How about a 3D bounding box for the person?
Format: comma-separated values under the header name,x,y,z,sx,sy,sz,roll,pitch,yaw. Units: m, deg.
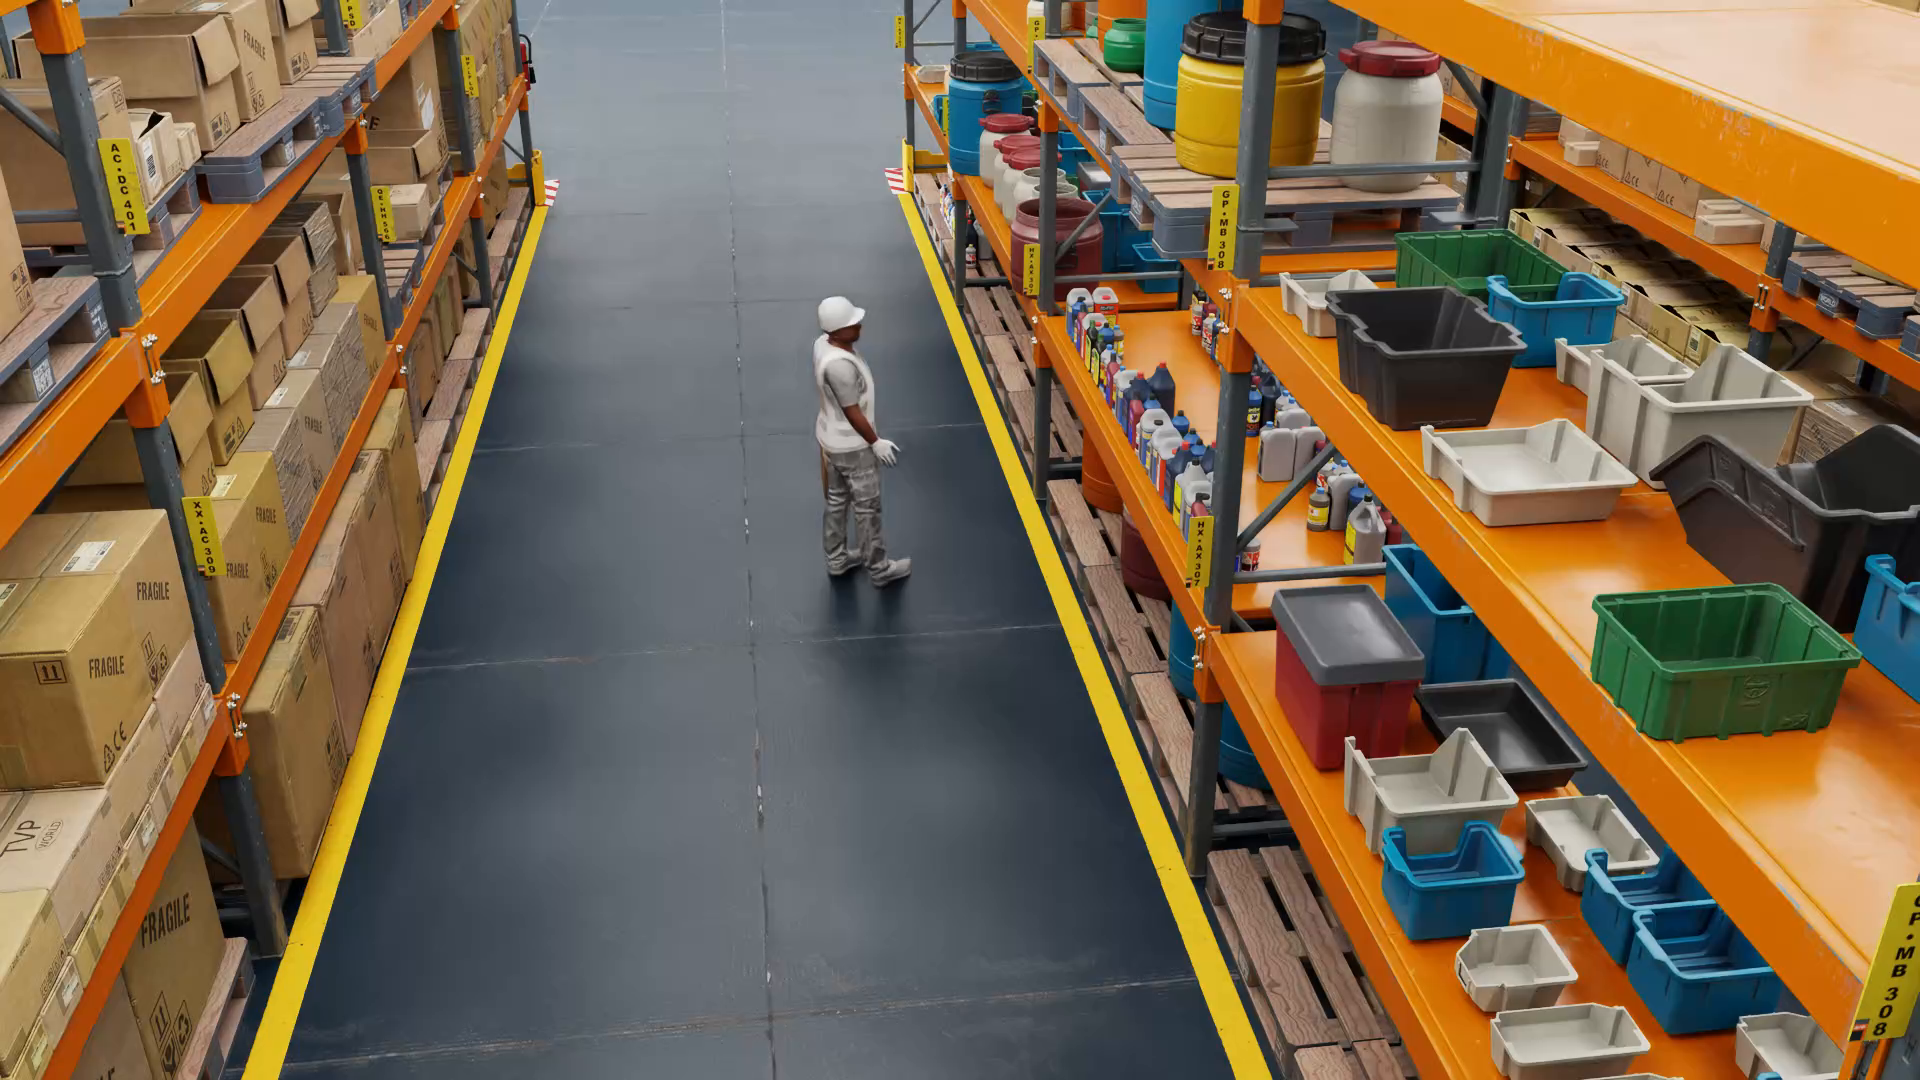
name,x,y,z,sx,sy,sz,roll,pitch,yaw
person,-0.624,-0.609,9.685,0.437,1.732,0.549,-9,28,-16
